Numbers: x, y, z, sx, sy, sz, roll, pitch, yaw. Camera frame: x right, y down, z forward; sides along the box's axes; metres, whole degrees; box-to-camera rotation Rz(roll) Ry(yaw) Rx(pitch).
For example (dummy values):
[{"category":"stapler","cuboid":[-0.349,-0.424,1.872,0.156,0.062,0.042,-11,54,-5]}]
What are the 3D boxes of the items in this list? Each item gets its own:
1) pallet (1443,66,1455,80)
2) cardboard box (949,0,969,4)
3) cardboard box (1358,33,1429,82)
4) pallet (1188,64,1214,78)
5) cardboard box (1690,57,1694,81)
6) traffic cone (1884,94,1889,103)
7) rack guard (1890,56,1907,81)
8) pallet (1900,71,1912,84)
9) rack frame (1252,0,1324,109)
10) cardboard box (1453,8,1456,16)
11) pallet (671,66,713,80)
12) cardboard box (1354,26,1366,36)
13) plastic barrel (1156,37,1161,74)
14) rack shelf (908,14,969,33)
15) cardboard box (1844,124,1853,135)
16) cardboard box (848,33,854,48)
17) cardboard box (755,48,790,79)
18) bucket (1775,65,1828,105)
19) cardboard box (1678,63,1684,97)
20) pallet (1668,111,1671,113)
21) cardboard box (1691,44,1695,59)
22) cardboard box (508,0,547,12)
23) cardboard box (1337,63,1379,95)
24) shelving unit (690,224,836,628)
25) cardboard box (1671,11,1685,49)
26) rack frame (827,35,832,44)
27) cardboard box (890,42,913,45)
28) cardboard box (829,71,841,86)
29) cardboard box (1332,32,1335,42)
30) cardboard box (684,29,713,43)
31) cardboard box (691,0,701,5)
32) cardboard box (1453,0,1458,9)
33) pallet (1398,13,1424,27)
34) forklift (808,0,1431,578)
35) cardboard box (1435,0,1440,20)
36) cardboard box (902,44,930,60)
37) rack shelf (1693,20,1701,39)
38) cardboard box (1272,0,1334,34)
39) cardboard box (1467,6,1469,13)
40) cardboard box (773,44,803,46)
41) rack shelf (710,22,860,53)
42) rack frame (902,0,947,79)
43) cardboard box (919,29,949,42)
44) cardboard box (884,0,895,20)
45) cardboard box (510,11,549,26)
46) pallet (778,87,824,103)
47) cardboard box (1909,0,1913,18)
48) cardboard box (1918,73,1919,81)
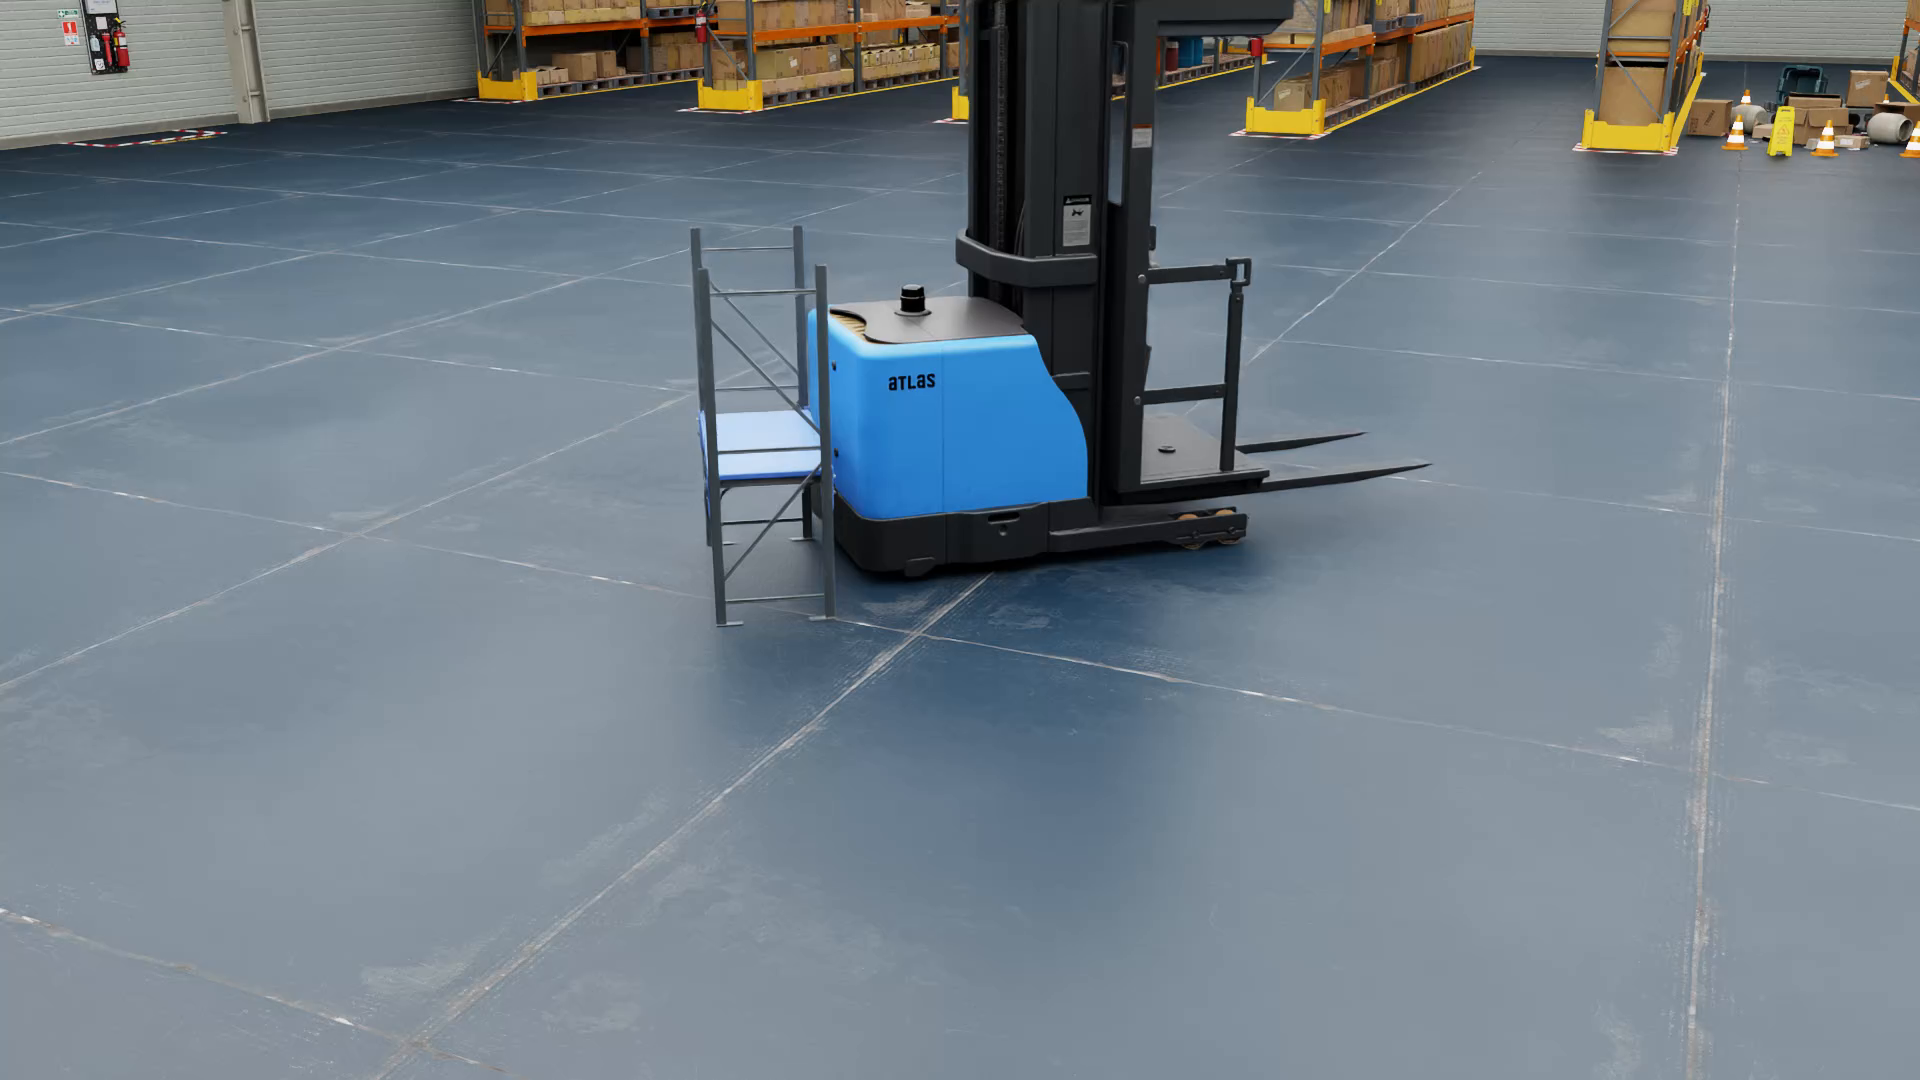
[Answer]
[{"category":"pallet","cuboid":[10.281,-10.281,36.564,1.003,0.211,1.213,9,21,23]},{"category":"cardboard box","cuboid":[-0.072,-12.217,37.070,0.700,0.500,0.500,13,23,33]},{"category":"cardboard box","cuboid":[8.562,-9.556,32.905,1.225,0.875,0.875,8,21,20]},{"category":"pallet","cuboid":[5.026,-10.509,37.204,1.003,0.211,1.213,9,21,23]},{"category":"cardboard box","cuboid":[14.309,-9.421,33.087,0.500,0.500,0.500,8,21,22]},{"category":"traffic cone","cuboid":[14.894,-6.944,26.804,0.336,0.463,0.334,9,21,23]},{"category":"rack guard","cuboid":[20.587,-10.066,35.527,1.175,0.500,0.348,9,21,23]},{"category":"pallet","cuboid":[20.321,-9.667,34.837,1.003,0.211,1.213,9,21,23]},{"category":"rack frame","cuboid":[4.984,-7.705,25.158,1.000,3.000,0.127,9,21,23]},{"category":"cardboard box","cuboid":[10.538,-11.461,36.093,0.380,0.149,0.250,9,22,24]},{"category":"pallet","cuboid":[-6.119,-10.266,36.519,1.003,0.211,1.213,9,21,23]},{"category":"cardboard box","cuboid":[6.534,-8.468,27.679,0.380,0.149,0.250,9,21,23]},{"category":"plastic barrel","cuboid":[3.926,-10.158,34.666,0.600,0.830,0.708,9,21,23]},{"category":"rack shelf","cuboid":[0.043,-11.784,37.700,1.077,0.370,4.000,9,21,23]},{"category":"cardboard box","cuboid":[13.372,-6.325,25.359,0.258,0.266,0.396,-5,20,-15]},{"category":"cardboard box","cuboid":[-3.050,-12.800,42.588,0.700,0.500,0.500,8,21,22]},{"category":"cardboard box","cuboid":[-3.426,-8.608,30.054,0.500,0.500,0.500,9,21,23]},{"category":"bucket","cuboid":[13.154,-7.032,25.883,0.726,0.611,0.620,18,16,41]},{"category":"cardboard box","cuboid":[12.058,-8.136,29.099,1.050,0.750,0.750,9,21,24]},{"category":"pallet","cuboid":[10.723,-6.681,26.440,1.003,0.211,1.213,9,21,23]},{"category":"cardboard box","cuboid":[13.669,-9.295,31.613,0.500,0.250,0.500,9,21,23]},{"category":"cardboard box","cuboid":[-8.103,-10.141,31.082,0.500,0.500,0.500,9,21,23]},{"category":"cardboard box","cuboid":[7.106,-8.285,29.864,0.700,0.500,0.500,8,21,22]},{"category":"shelving unit","cuboid":[-0.864,-0.529,7.217,0.538,1.500,1.048,-3,20,-10]},{"category":"cardboard box","cuboid":[10.128,-7.509,24.383,0.875,0.550,0.550,9,21,23]},{"category":"rack frame","cuboid":[-3.659,-13.412,41.206,1.000,3.000,0.127,9,21,23]},{"category":"cardboard box","cuboid":[-1.258,-10.558,35.819,0.500,0.311,0.500,9,22,25]},{"category":"cardboard box","cuboid":[-2.618,-8.867,31.903,0.500,0.250,0.500,9,21,23]},{"category":"cardboard box","cuboid":[5.638,-7.869,25.993,0.380,0.149,0.250,9,21,23]},{"category":"cardboard box","cuboid":[-5.835,-11.180,36.883,0.500,0.250,0.500,9,21,24]},{"category":"cardboard box","cuboid":[-5.970,-11.915,36.190,0.700,0.500,0.500,9,21,23]},{"category":"cardboard box","cuboid":[10.538,-11.702,36.177,0.500,0.250,0.500,8,21,22]},{"category":"pallet","cuboid":[8.066,-9.828,31.413,1.213,0.211,1.003,9,21,23]},{"category":"forklift","cuboid":[0.840,-1.495,7.798,3.031,2.935,1.130,-7,21,-18]},{"category":"cardboard box","cuboid":[9.539,-10.929,34.074,0.500,0.500,0.500,8,21,22]},{"category":"cardboard box","cuboid":[-0.973,-10.324,35.162,0.500,0.311,0.500,8,21,22]},{"category":"rack shelf","cuboid":[13.563,-9.712,31.874,1.077,0.370,4.000,9,21,23]},{"category":"cardboard box","cuboid":[5.235,-8.057,25.554,0.875,0.500,0.500,9,21,23]},{"category":"cardboard box","cuboid":[11.379,-12.091,37.866,0.380,0.149,0.250,9,21,24]},{"category":"cardboard box","cuboid":[-3.299,-9.139,31.549,0.500,0.500,0.500,9,21,23]},{"category":"rack shelf","cuboid":[-3.233,-9.338,30.823,1.077,0.370,4.000,9,21,23]},{"category":"rack frame","cuboid":[-0.776,-11.511,35.860,1.000,3.000,0.127,9,21,23]},{"category":"cardboard box","cuboid":[-0.588,-11.230,37.024,0.500,0.250,0.500,9,22,25]},{"category":"cardboard box","cuboid":[-1.664,-10.882,33.942,0.500,0.500,0.500,9,21,23]},{"category":"cardboard box","cuboid":[-8.083,-9.788,31.210,0.500,0.250,0.500,8,21,21]},{"category":"pallet","cuboid":[-3.276,-8.363,31.169,1.003,0.211,1.213,9,21,23]},{"category":"cardboard box","cuboid":[19.937,-11.018,34.324,0.500,0.500,0.500,8,21,22]},{"category":"cardboard box","cuboid":[19.294,-9.182,32.507,0.875,0.438,0.875,8,21,22]}]
